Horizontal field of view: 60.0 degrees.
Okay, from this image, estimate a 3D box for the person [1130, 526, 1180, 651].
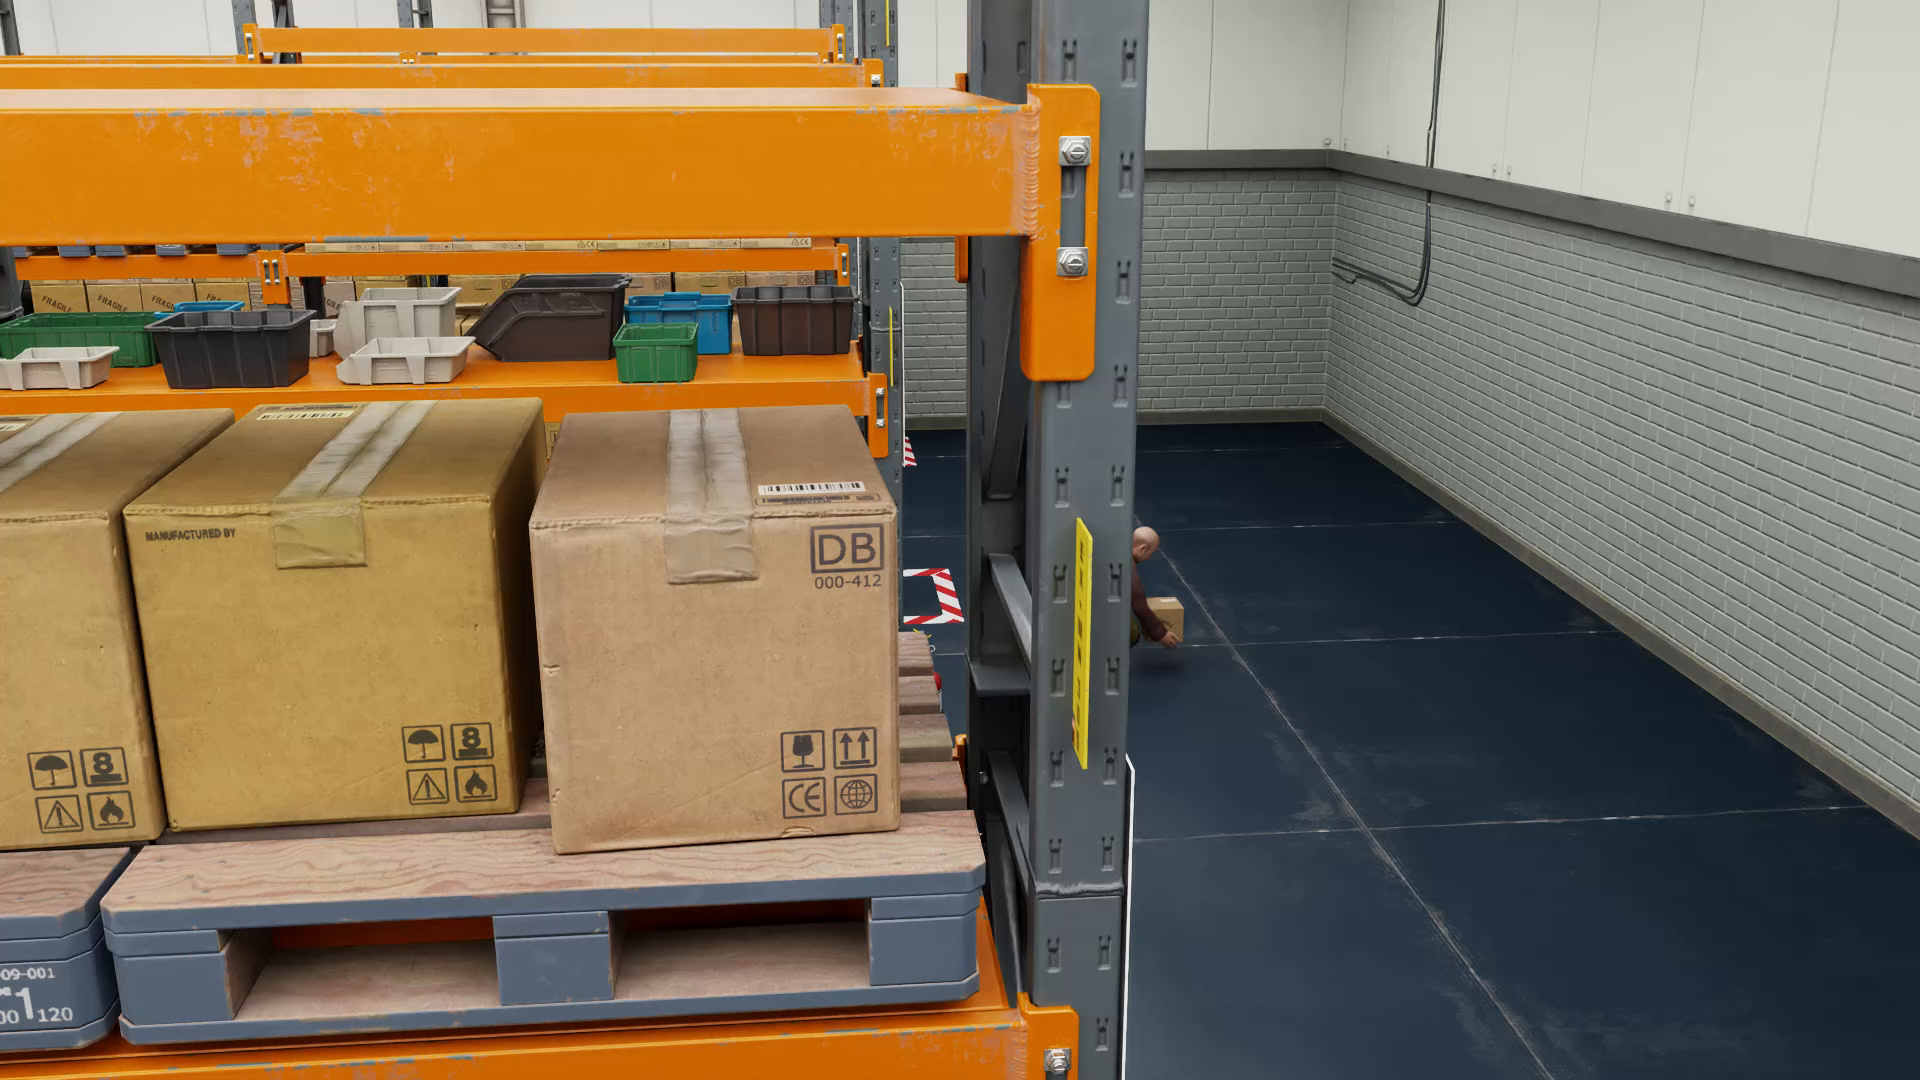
[{"bbox_3d":[1.066,0.413,11.566,0.895,0.992,0.600,-2,17,-6],"label":"person"}]
